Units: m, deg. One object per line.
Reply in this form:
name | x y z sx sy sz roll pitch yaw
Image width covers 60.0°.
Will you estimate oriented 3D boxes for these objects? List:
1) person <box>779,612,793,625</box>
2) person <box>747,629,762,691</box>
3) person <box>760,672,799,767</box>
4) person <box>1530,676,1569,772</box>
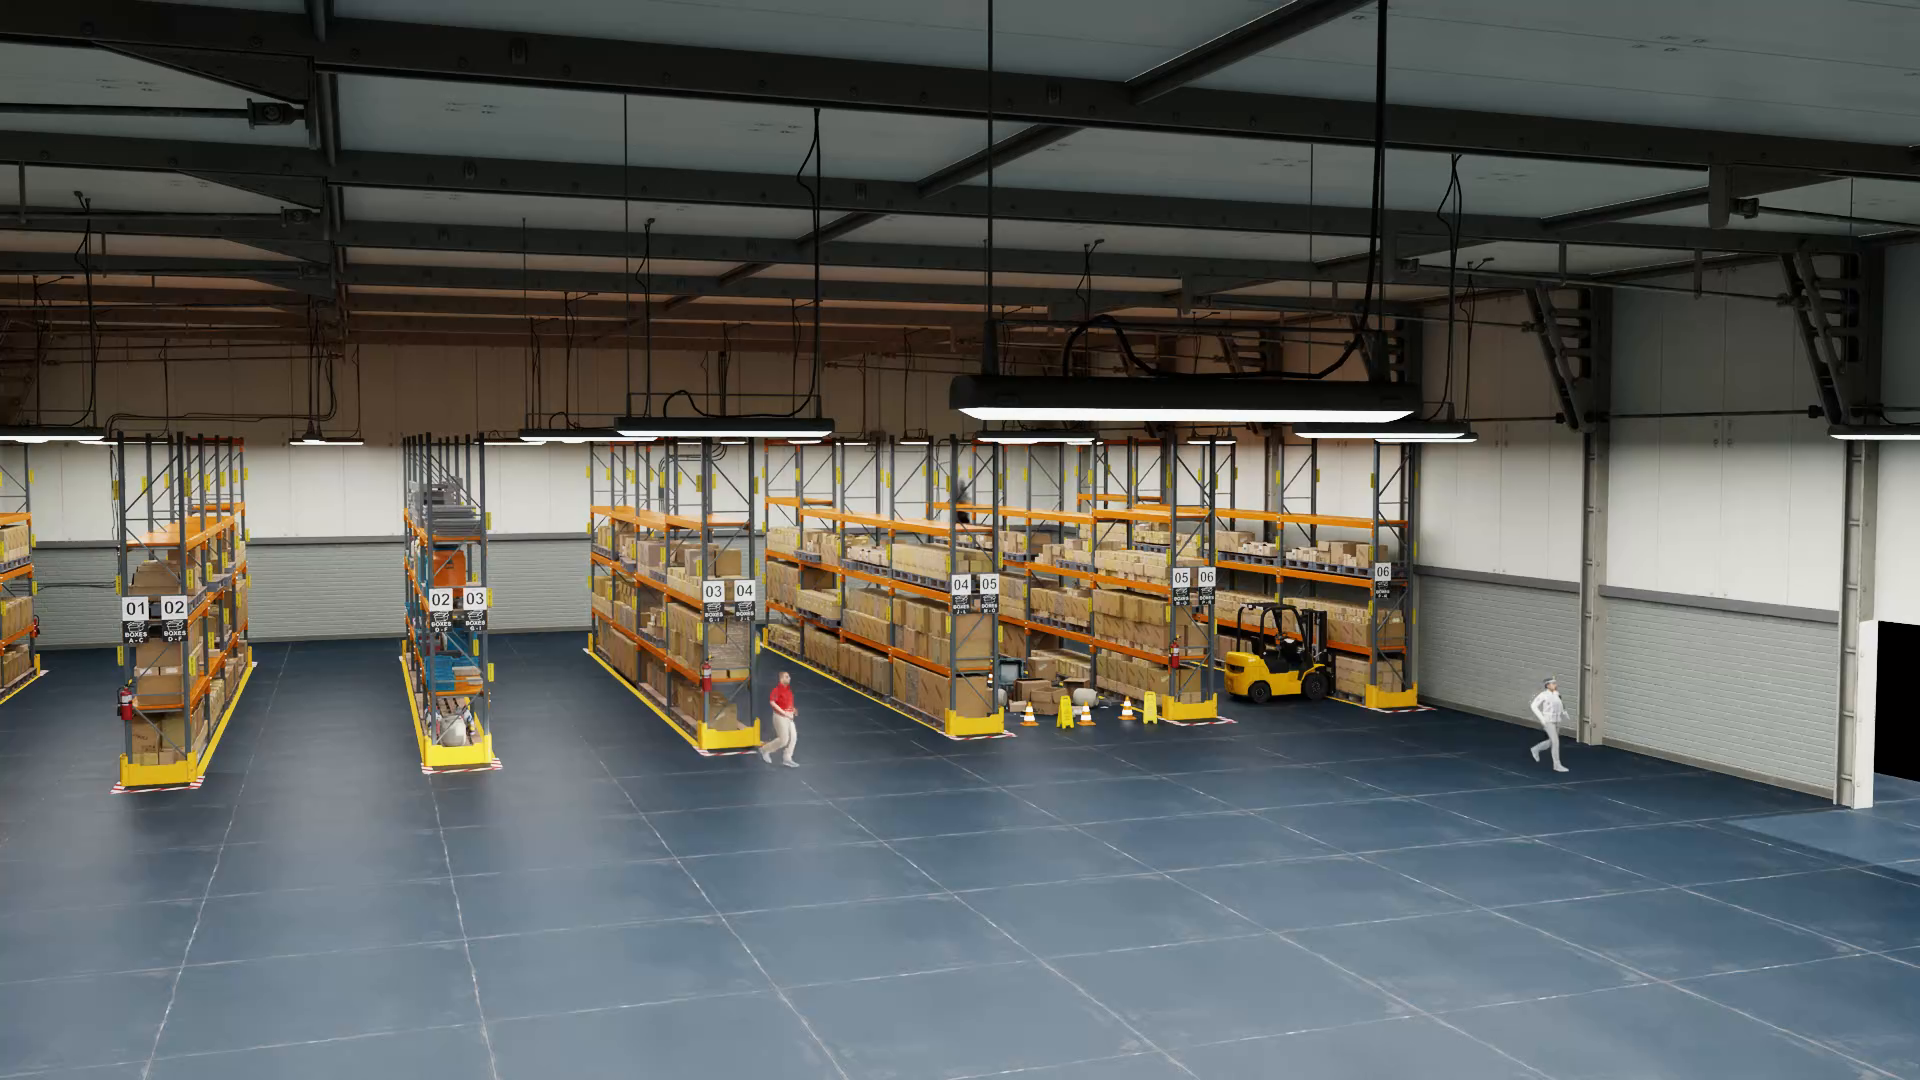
person | -5.130 2.114 49.812 0.533 1.735 0.739 -1 3 -20
person | -4.945 2.690 39.139 0.656 1.743 0.603 -2 4 -30
person | -3.228 3.220 29.964 0.709 1.717 0.688 1 3 18
person | 10.471 3.234 29.558 0.643 1.669 0.876 -2 4 -31
